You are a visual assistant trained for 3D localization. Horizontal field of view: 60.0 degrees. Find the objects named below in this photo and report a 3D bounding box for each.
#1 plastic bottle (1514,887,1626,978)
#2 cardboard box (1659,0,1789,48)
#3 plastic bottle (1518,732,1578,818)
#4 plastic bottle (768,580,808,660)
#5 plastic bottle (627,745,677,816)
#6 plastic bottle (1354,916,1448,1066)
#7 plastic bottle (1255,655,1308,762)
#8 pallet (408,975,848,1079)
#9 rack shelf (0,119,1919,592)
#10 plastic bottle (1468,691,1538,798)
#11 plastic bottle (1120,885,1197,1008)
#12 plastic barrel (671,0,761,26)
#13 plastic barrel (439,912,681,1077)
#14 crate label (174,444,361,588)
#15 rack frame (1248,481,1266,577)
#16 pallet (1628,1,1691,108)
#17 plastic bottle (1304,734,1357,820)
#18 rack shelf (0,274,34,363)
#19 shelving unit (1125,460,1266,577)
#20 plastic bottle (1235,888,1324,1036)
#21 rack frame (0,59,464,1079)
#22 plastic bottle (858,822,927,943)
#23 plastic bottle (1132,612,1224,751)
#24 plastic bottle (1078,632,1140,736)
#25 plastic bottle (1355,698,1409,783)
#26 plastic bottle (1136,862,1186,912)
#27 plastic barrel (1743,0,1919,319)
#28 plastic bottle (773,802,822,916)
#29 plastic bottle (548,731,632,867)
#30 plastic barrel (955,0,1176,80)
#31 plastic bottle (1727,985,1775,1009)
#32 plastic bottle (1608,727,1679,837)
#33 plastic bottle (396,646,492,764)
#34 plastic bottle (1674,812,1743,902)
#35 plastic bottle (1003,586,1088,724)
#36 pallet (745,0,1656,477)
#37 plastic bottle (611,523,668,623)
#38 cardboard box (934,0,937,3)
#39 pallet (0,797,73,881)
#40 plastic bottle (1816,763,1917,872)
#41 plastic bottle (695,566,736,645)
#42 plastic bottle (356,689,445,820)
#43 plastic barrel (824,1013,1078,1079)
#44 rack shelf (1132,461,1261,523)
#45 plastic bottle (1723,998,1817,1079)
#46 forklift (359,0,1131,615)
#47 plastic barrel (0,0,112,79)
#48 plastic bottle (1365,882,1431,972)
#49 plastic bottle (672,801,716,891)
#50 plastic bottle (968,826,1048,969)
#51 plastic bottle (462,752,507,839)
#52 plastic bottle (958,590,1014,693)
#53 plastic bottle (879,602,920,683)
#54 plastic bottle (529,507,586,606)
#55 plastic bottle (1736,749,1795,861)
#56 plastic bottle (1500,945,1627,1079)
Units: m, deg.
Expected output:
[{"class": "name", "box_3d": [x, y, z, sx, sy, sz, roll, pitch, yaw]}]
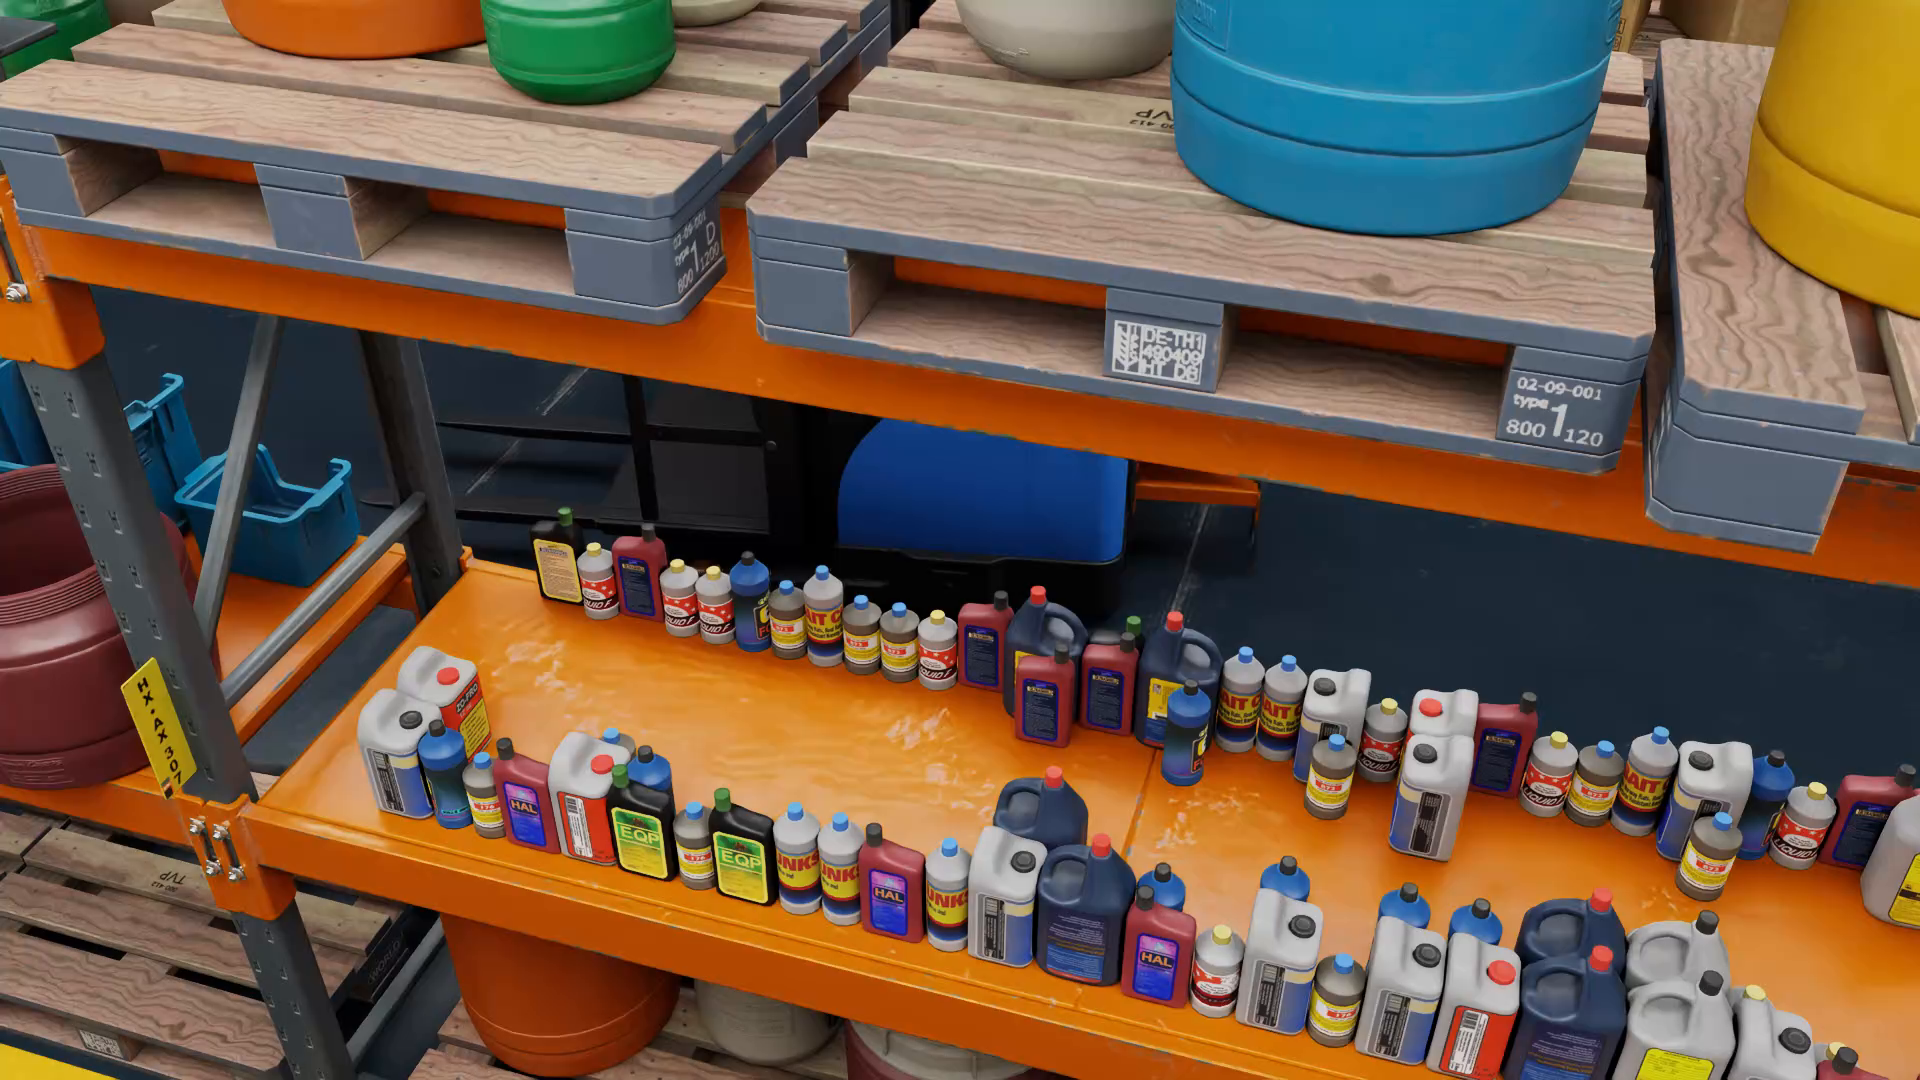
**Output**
[{"class": "plastic bottle", "box_3d": [1.167, 0.792, 3.185, 0.185, 0.351, 0.144, 10, 38, 14]}, {"class": "cardboard box", "box_3d": [3.371, -2.358, 6.985, 0.500, 0.500, 0.700, -1, 36, -2]}, {"class": "plastic bottle", "box_3d": [1.310, 0.511, 3.692, 0.097, 0.201, 0.097, 0, 36, 0]}, {"class": "plastic bottle", "box_3d": [-0.425, 0.190, 4.129, 0.097, 0.201, 0.097, 0, 36, 0]}, {"class": "plastic bottle", "box_3d": [-0.663, 0.551, 3.579, 0.097, 0.271, 0.097, 0, 36, 0]}, {"class": "plastic bottle", "box_3d": [0.845, 0.849, 3.170, 0.135, 0.276, 0.152, 10, 38, 14]}, {"class": "plastic bottle", "box_3d": [0.740, 0.377, 3.815, 0.097, 0.271, 0.097, 0, 36, 0]}, {"class": "pallet", "box_3d": [-0.777, 1.395, 4.676, 1.213, 0.211, 1.003, 10, 38, 14]}, {"class": "rack shelf", "box_3d": [0.367, -0.408, 2.850, 4.000, 0.370, 1.077, 10, 38, 14]}, {"class": "plastic bottle", "box_3d": [1.205, 0.448, 3.710, 0.133, 0.283, 0.061, 10, 38, 14]}, {"class": "plastic bottle", "box_3d": [0.389, 0.790, 3.244, 0.133, 0.283, 0.061, 10, 38, 14]}, {"class": "plastic barrel", "box_3d": [-0.475, -1.058, 2.889, 0.301, 0.262, 0.301, 0, 36, 0]}, {"class": "plastic barrel", "box_3d": [-1.070, 0.938, 4.421, 0.708, 0.830, 0.600, 10, 38, 14]}, {"class": "crate label", "box_3d": [-1.833, -0.062, 4.446, 0.416, 0.233, 0.303, 10, 38, 14]}, {"class": "rack frame", "box_3d": [1.163, -0.410, 6.294, 0.015, 1.200, 0.240, 4, 37, 5]}, {"class": "pallet", "box_3d": [3.026, -2.064, 7.186, 1.213, 0.211, 1.003, 10, 38, 14]}, {"class": "plastic bottle", "box_3d": [0.823, 0.516, 3.687, 0.097, 0.201, 0.097, 0, 36, 0]}, {"class": "rack shelf", "box_3d": [-3.451, -1.115, 3.811, 4.000, 0.370, 1.077, 10, 38, 14]}, {"class": "shelving unit", "box_3d": [0.921, -0.427, 6.317, 0.503, 1.200, 0.258, 4, 37, 5]}, {"class": "plastic bottle", "box_3d": [0.623, 0.808, 3.226, 0.135, 0.276, 0.152, 10, 38, 14]}, {"class": "rack frame", "box_3d": [-1.542, 0.157, 4.007, 0.127, 3.000, 1.000, 10, 38, 14]}, {"class": "plastic bottle", "box_3d": [-0.136, 0.693, 3.376, 0.133, 0.283, 0.061, 10, 38, 14]}, {"class": "plastic bottle", "box_3d": [0.505, 0.317, 3.831, 0.185, 0.351, 0.144, 10, 38, 14]}, {"class": "plastic bottle", "box_3d": [0.348, 0.326, 3.874, 0.133, 0.283, 0.061, 10, 38, 14]}, {"class": "plastic bottle", "box_3d": [0.961, 0.447, 3.780, 0.097, 0.201, 0.097, 0, 36, 0]}, {"class": "plastic bottle", "box_3d": [0.395, 0.747, 3.313, 0.097, 0.271, 0.097, 0, 36, 0]}, {"class": "plastic barrel", "box_3d": [1.344, -0.636, 2.040, 0.600, 0.588, 0.600, 0, 36, 0]}, {"class": "plastic bottle", "box_3d": [-0.334, 0.650, 3.445, 0.097, 0.271, 0.097, 0, 36, 0]}, {"class": "plastic bottle", "box_3d": [-0.784, 0.548, 3.580, 0.135, 0.276, 0.152, 10, 38, 14]}, {"class": "plastic barrel", "box_3d": [0.195, -1.047, 2.643, 0.433, 0.535, 0.433, 0, 36, 0]}, {"class": "plastic bottle", "box_3d": [1.474, 0.918, 3.139, 0.097, 0.201, 0.097, 0, 36, 0]}, {"class": "plastic bottle", "box_3d": [1.496, 0.517, 3.625, 0.097, 0.271, 0.097, 0, 36, 0]}, {"class": "plastic bottle", "box_3d": [-1.180, 0.380, 3.808, 0.135, 0.276, 0.152, 10, 38, 14]}, {"class": "plastic bottle", "box_3d": [1.579, 0.656, 3.496, 0.097, 0.201, 0.097, 0, 36, 0]}, {"class": "plastic bottle", "box_3d": [0.201, 0.260, 3.907, 0.185, 0.351, 0.144, 10, 38, 14]}, {"class": "pallet", "box_3d": [0.415, -0.550, 2.596, 1.213, 0.211, 1.003, 10, 38, 14]}, {"class": "plastic bottle", "box_3d": [-0.809, 0.075, 4.217, 0.133, 0.283, 0.061, 10, 38, 14]}, {"class": "cardboard box", "box_3d": [-0.396, -2.698, 7.961, 0.500, 0.311, 0.500, 13, 38, 17]}, {"class": "pallet", "box_3d": [-3.431, 0.904, 5.344, 1.213, 0.211, 1.003, 10, 38, 14]}, {"class": "plastic bottle", "box_3d": [1.926, 0.581, 3.529, 0.133, 0.283, 0.061, 10, 38, 14]}, {"class": "plastic bottle", "box_3d": [-0.611, 0.156, 4.176, 0.097, 0.201, 0.097, 0, 36, 0]}, {"class": "plastic bottle", "box_3d": [-1.226, 0.466, 3.691, 0.135, 0.276, 0.152, 10, 38, 14]}, {"class": "plastic barrel", "box_3d": [0.008, 1.235, 4.221, 0.708, 0.588, 0.600, 10, 38, 14]}, {"class": "rack shelf", "box_3d": [0.921, -0.213, 6.475, 0.480, 0.148, 0.258, 4, 37, 5]}, {"class": "plastic bottle", "box_3d": [1.454, 0.962, 3.017, 0.135, 0.276, 0.152, 10, 38, 14]}, {"class": "forklift", "box_3d": [-0.841, -1.246, 5.971, 3.031, 2.935, 1.130, 4, 37, 5]}, {"class": "plastic barrel", "box_3d": [-1.793, -1.004, 3.183, 0.294, 0.245, 0.294, 0, 36, 0]}, {"class": "plastic bottle", "box_3d": [0.864, 0.777, 3.272, 0.097, 0.271, 0.097, 0, 36, 0]}, {"class": "plastic bottle", "box_3d": [-0.554, 0.637, 3.521, 0.097, 0.201, 0.097, 0, 36, 0]}, {"class": "plastic bottle", "box_3d": [0.098, 0.711, 3.358, 0.135, 0.276, 0.152, 10, 38, 14]}, {"class": "plastic bottle", "box_3d": [-1.030, 0.549, 3.641, 0.097, 0.201, 0.097, 0, 36, 0]}, {"class": "plastic bottle", "box_3d": [0.062, 0.236, 3.998, 0.133, 0.283, 0.061, 10, 38, 14]}, {"class": "plastic bottle", "box_3d": [-0.146, 0.242, 4.059, 0.097, 0.201, 0.097, 0, 36, 0]}, {"class": "plastic bottle", "box_3d": [-1.029, 0.034, 4.272, 0.133, 0.283, 0.061, 10, 38, 14]}, {"class": "plastic bottle", "box_3d": [1.717, 0.558, 3.569, 0.097, 0.271, 0.097, 0, 36, 0]}, {"class": "plastic bottle", "box_3d": [1.124, 0.874, 3.074, 0.185, 0.351, 0.144, 10, 38, 14]}]
